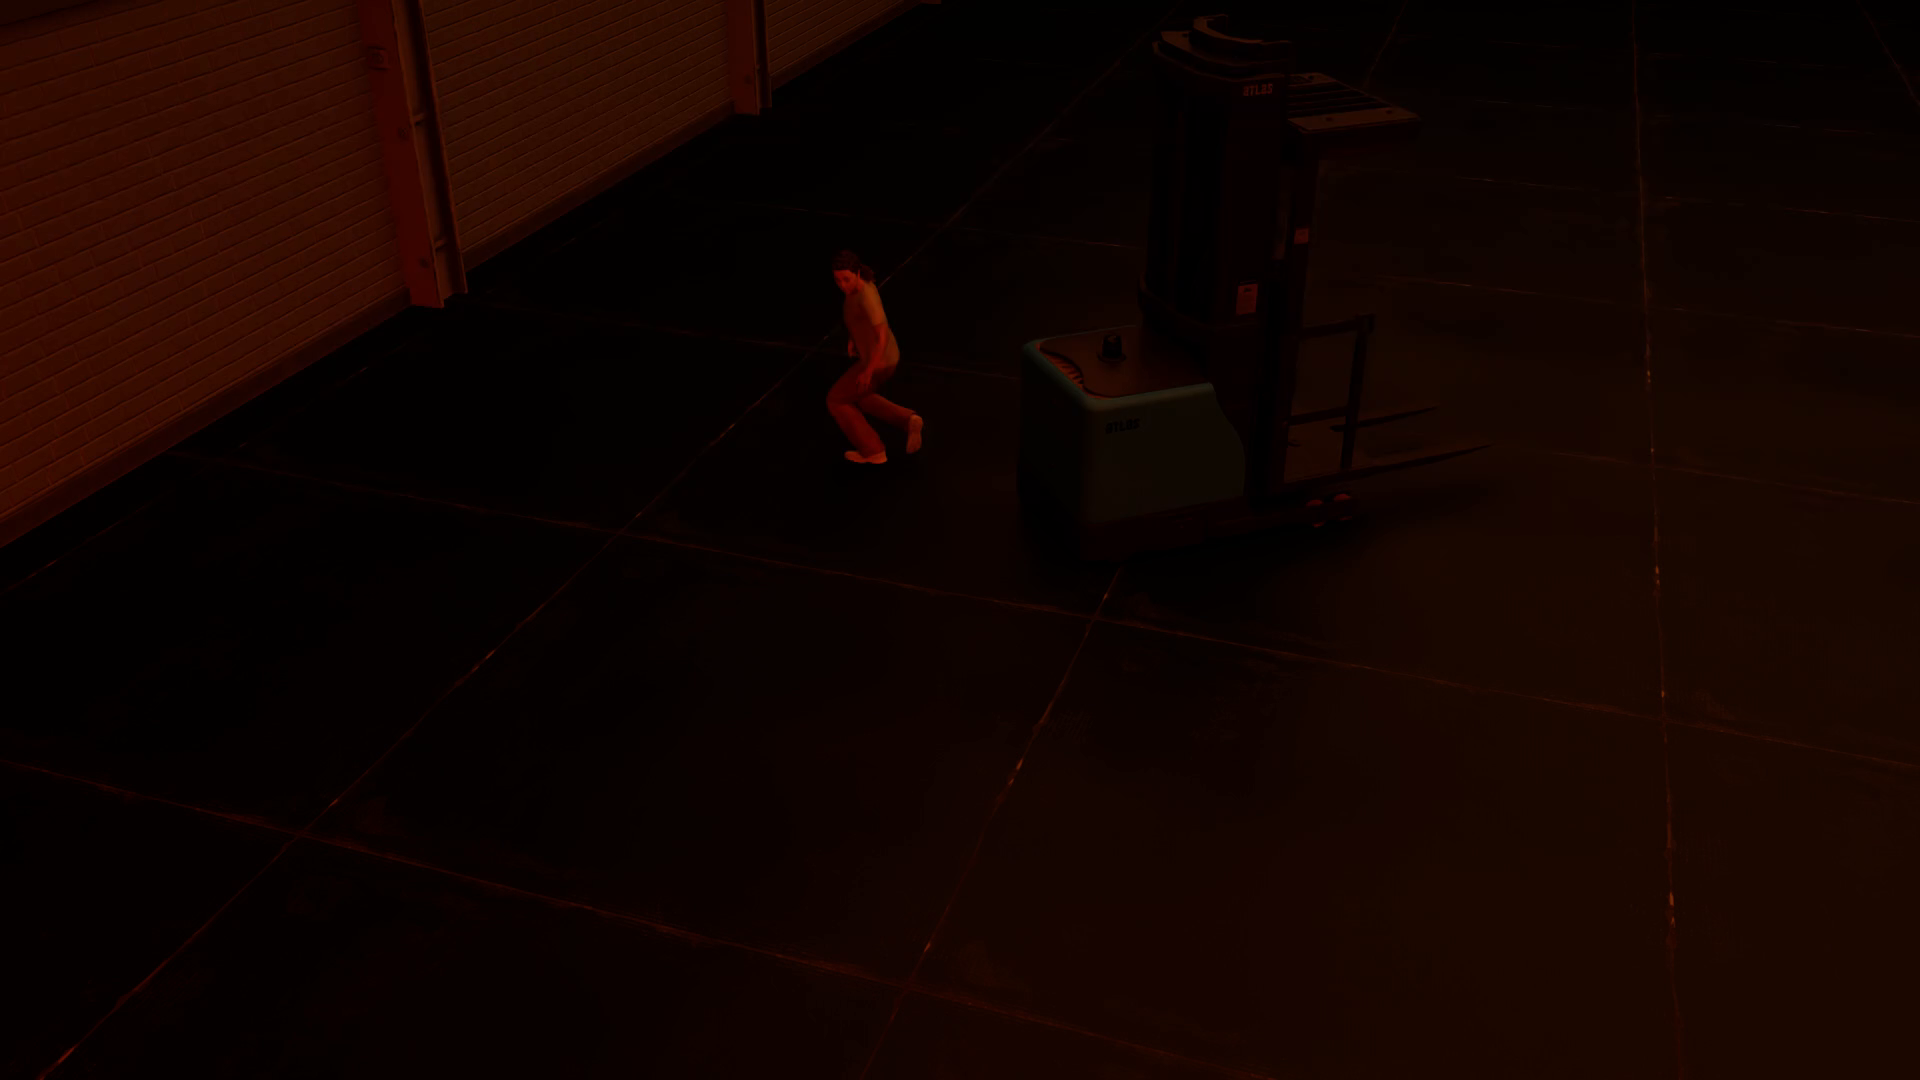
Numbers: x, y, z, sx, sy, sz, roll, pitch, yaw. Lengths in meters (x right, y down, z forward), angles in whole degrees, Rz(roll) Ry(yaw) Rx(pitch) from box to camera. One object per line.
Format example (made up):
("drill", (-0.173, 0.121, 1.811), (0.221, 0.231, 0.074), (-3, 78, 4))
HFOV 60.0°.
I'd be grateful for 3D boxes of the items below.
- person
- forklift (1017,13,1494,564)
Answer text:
("person", (-0.558, -1.186, 10.721), (0.631, 1.472, 0.740), (2, 30, 3))
("forklift", (1.927, -1.587, 9.921), (3.031, 2.935, 1.130), (-11, 31, -19))
